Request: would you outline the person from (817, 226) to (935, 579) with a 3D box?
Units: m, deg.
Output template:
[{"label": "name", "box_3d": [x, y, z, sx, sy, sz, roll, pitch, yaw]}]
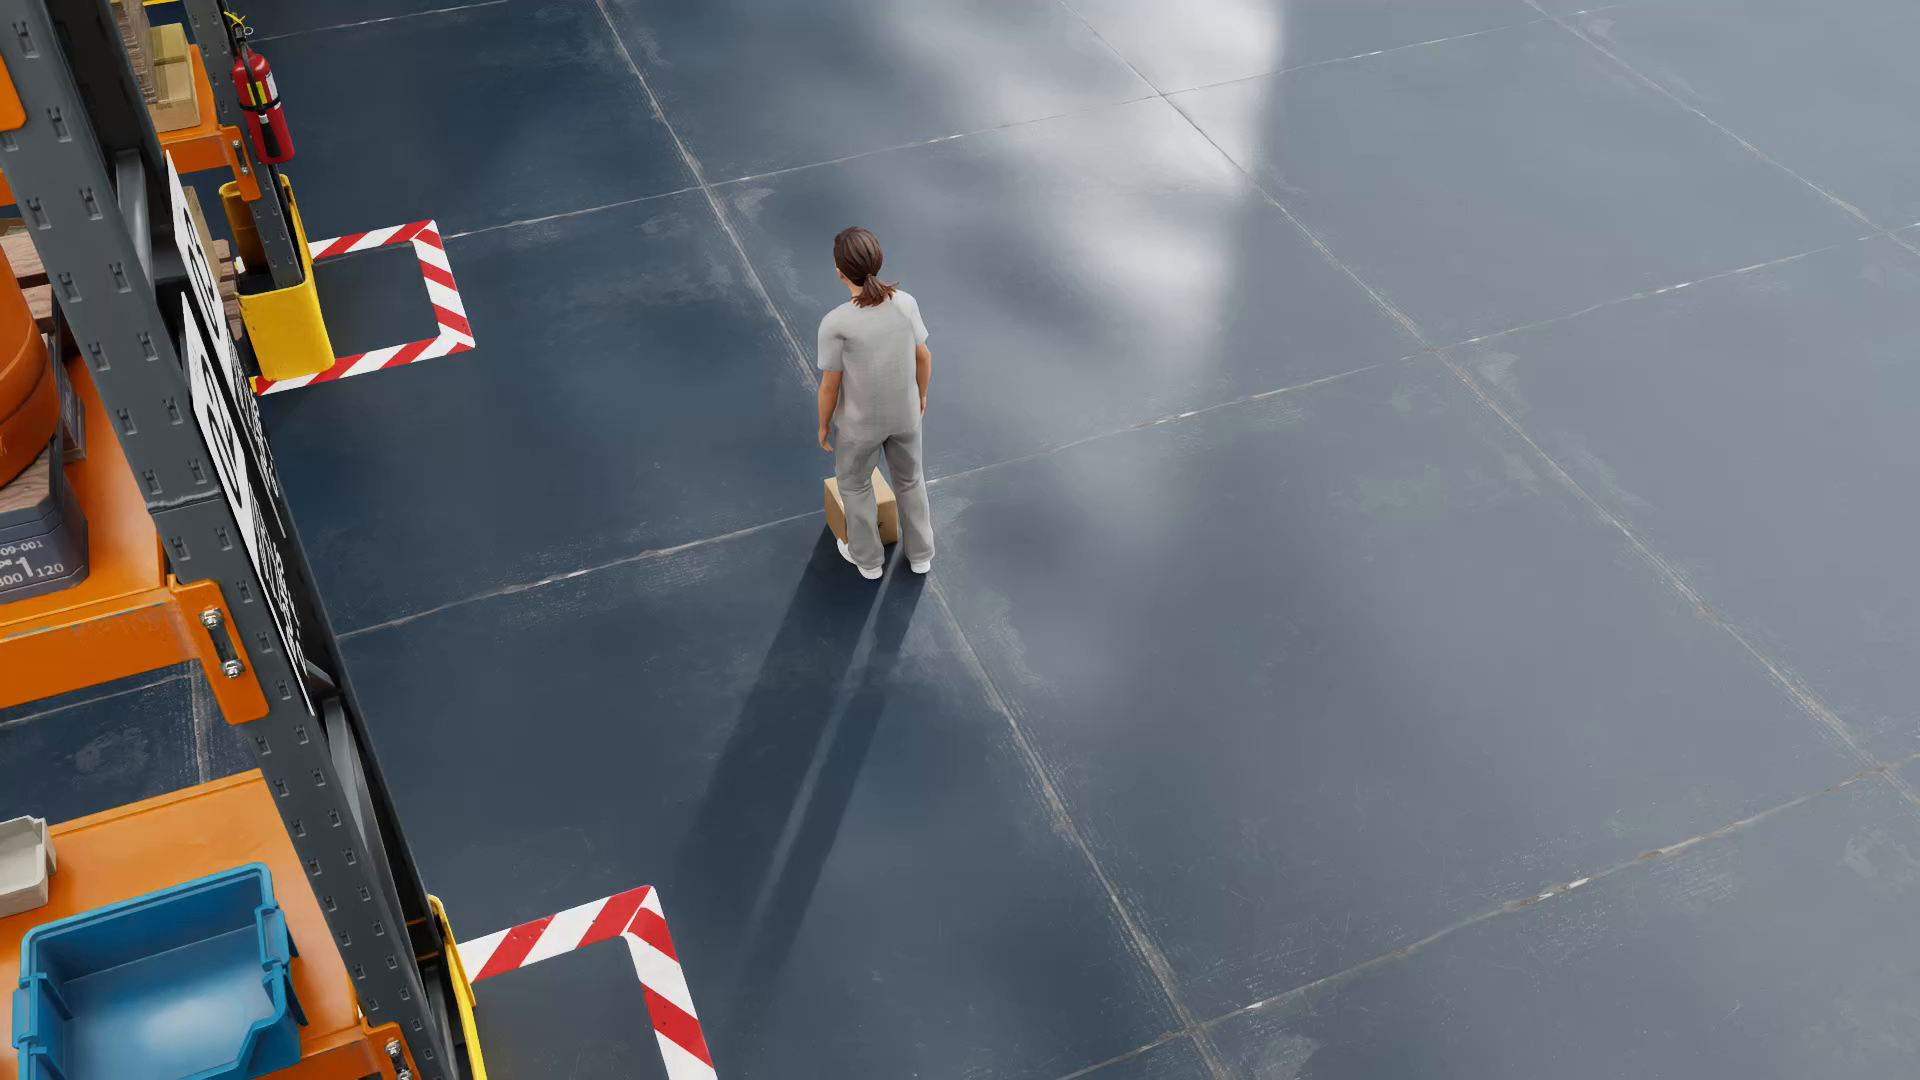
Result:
[{"label": "person", "box_3d": [-0.350, -0.523, 6.745, 0.513, 1.671, 0.416, -18, 45, -19]}]
